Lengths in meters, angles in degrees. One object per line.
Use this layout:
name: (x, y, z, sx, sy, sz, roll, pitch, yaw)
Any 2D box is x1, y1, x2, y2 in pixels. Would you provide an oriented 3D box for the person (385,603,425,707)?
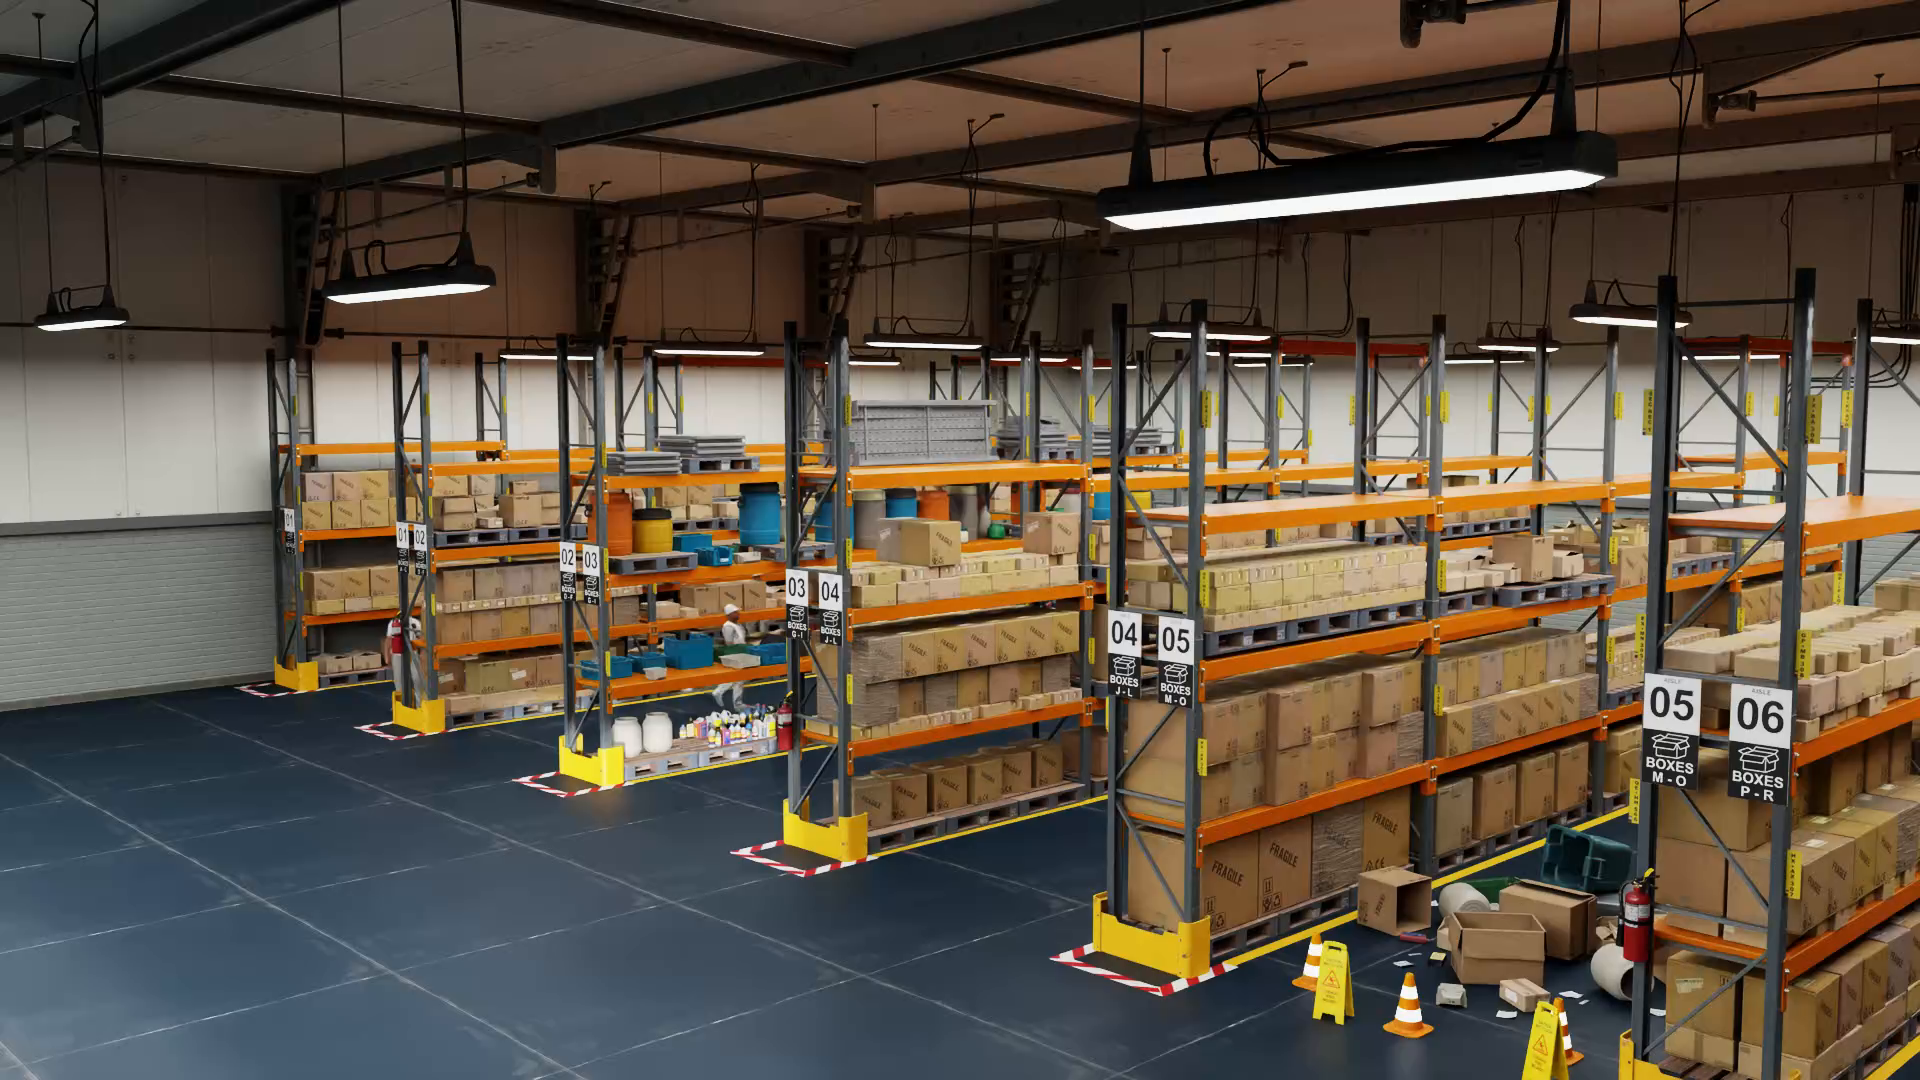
person: (-9.213, 1.937, 27.580, 0.625, 1.831, 0.398, -2, 5, -23)

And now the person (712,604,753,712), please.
person: (-3.722, 1.918, 27.176, 0.669, 1.772, 0.565, -1, 5, -9)

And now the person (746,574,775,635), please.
person: (-3.902, 1.484, 32.456, 0.603, 1.809, 0.506, 0, 5, -4)
